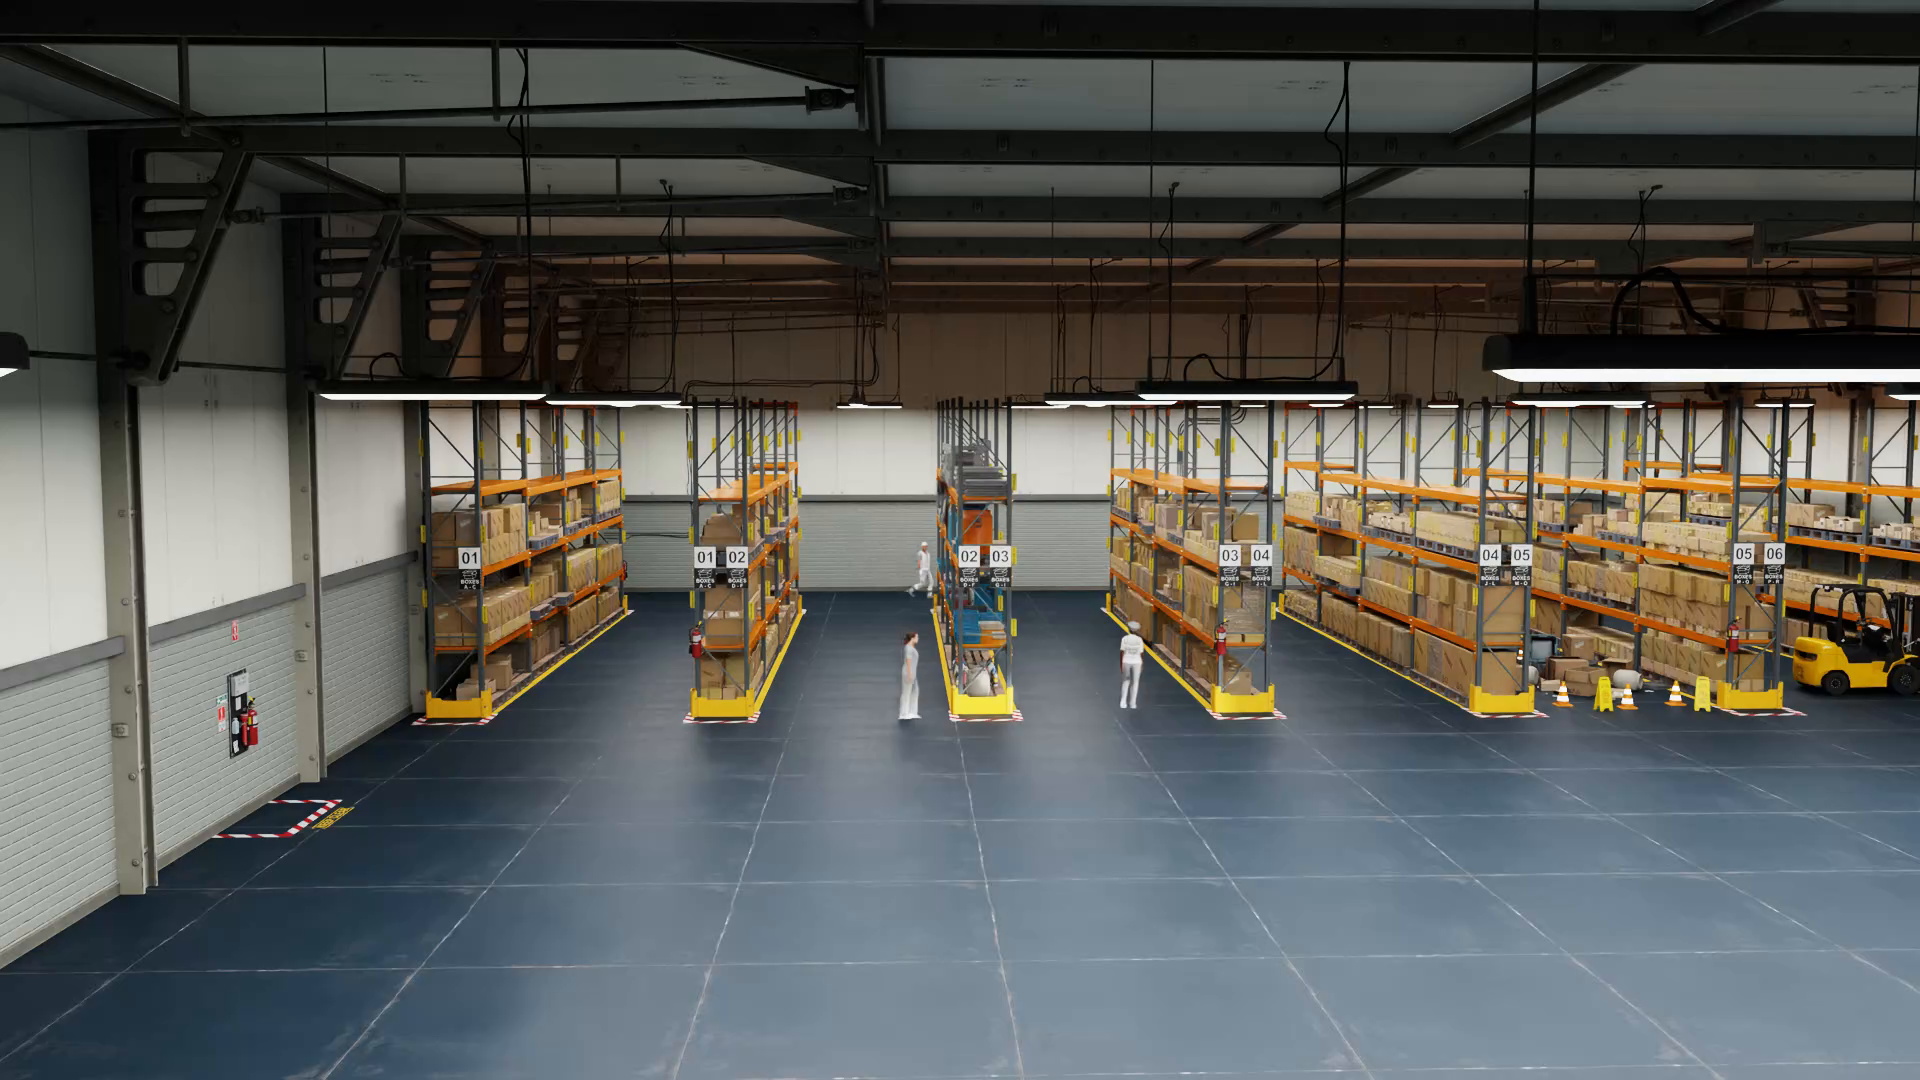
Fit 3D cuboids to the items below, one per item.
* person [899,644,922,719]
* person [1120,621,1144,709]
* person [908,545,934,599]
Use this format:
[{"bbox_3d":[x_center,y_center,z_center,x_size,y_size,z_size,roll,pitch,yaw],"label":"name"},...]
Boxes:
[{"bbox_3d":[-0.931,2.649,30.954,0.432,1.451,0.495,0,4,2],"label":"person"},{"bbox_3d":[3.305,2.401,31.922,0.447,1.686,0.450,2,5,26],"label":"person"},{"bbox_3d":[-1.135,0.955,50.711,0.862,1.701,0.545,1,5,15],"label":"person"}]
